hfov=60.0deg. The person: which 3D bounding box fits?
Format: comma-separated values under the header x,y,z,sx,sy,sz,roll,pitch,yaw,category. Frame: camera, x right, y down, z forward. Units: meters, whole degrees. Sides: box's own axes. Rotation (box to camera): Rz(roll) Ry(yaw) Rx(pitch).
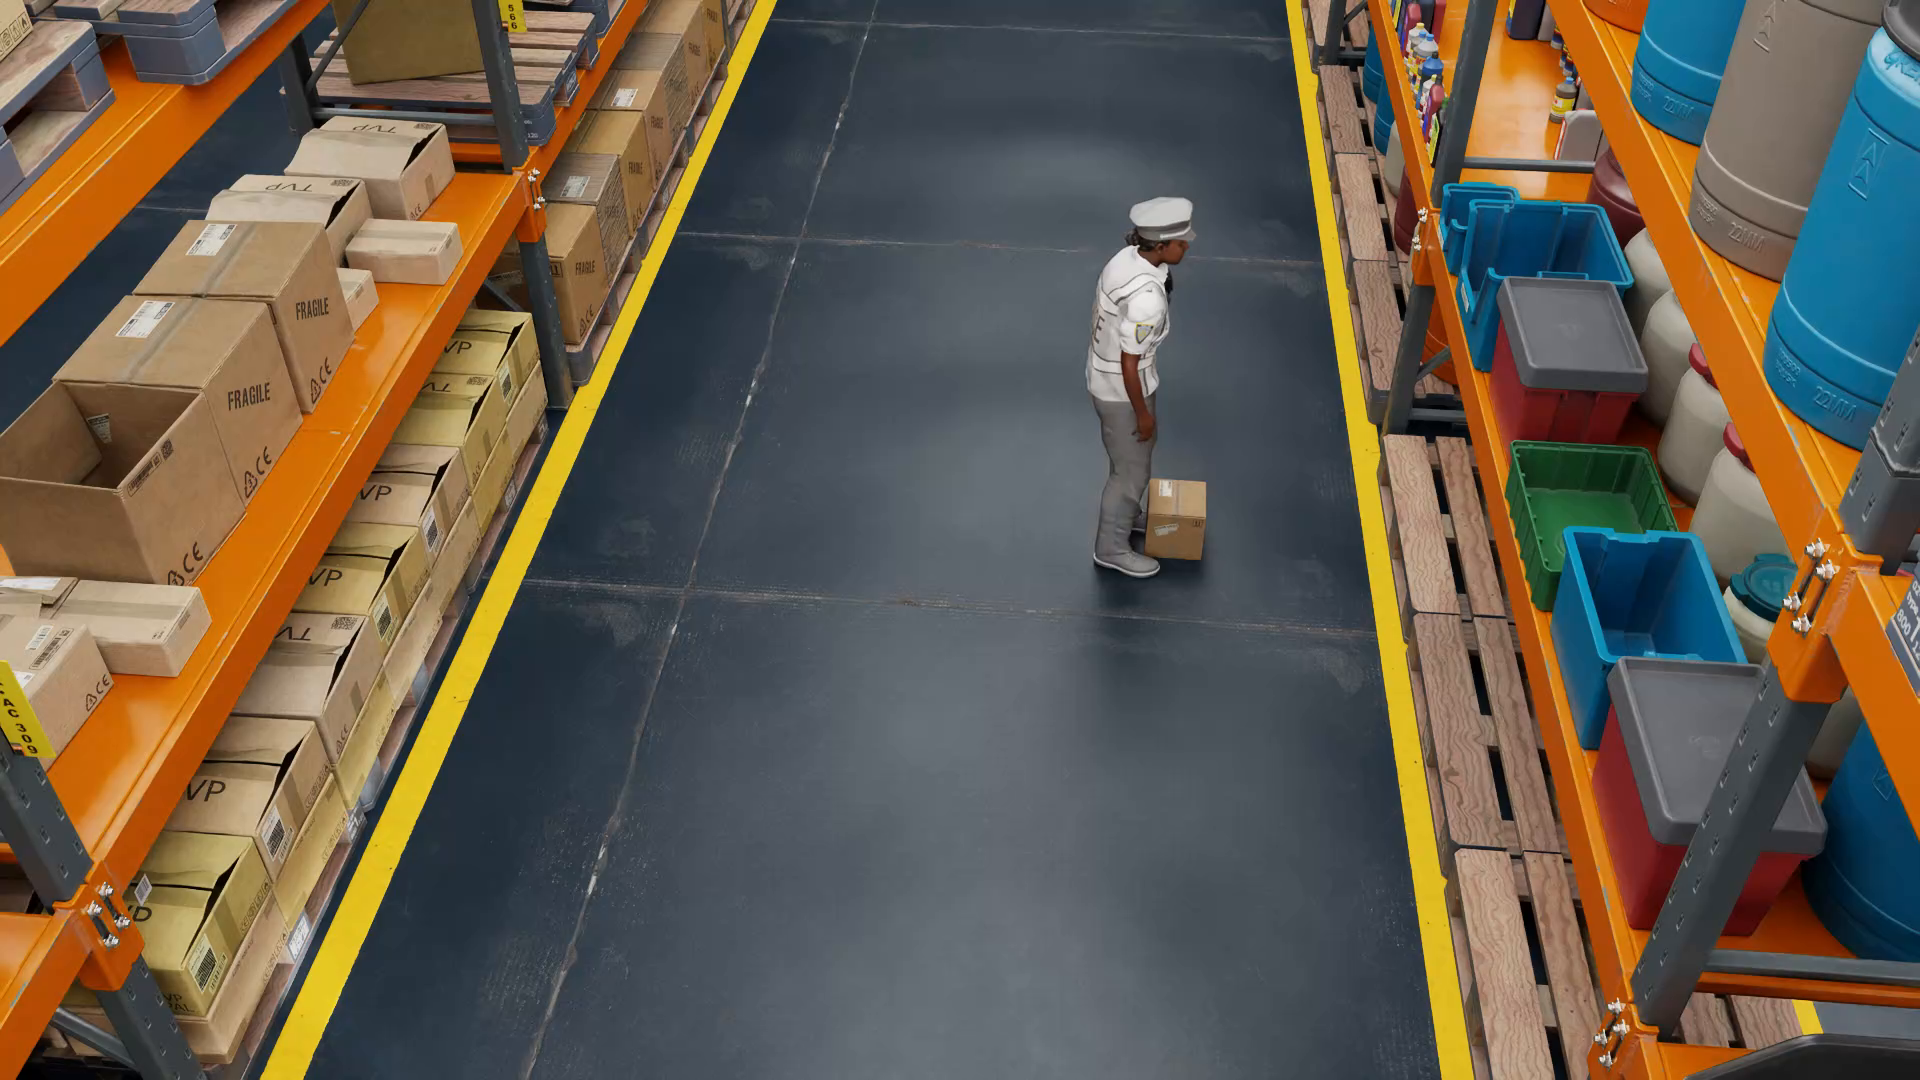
x,y,z,sx,sy,sz,roll,pitch,yaw,category
0.733,-0.636,6.906,0.418,1.661,0.526,2,40,2,person
